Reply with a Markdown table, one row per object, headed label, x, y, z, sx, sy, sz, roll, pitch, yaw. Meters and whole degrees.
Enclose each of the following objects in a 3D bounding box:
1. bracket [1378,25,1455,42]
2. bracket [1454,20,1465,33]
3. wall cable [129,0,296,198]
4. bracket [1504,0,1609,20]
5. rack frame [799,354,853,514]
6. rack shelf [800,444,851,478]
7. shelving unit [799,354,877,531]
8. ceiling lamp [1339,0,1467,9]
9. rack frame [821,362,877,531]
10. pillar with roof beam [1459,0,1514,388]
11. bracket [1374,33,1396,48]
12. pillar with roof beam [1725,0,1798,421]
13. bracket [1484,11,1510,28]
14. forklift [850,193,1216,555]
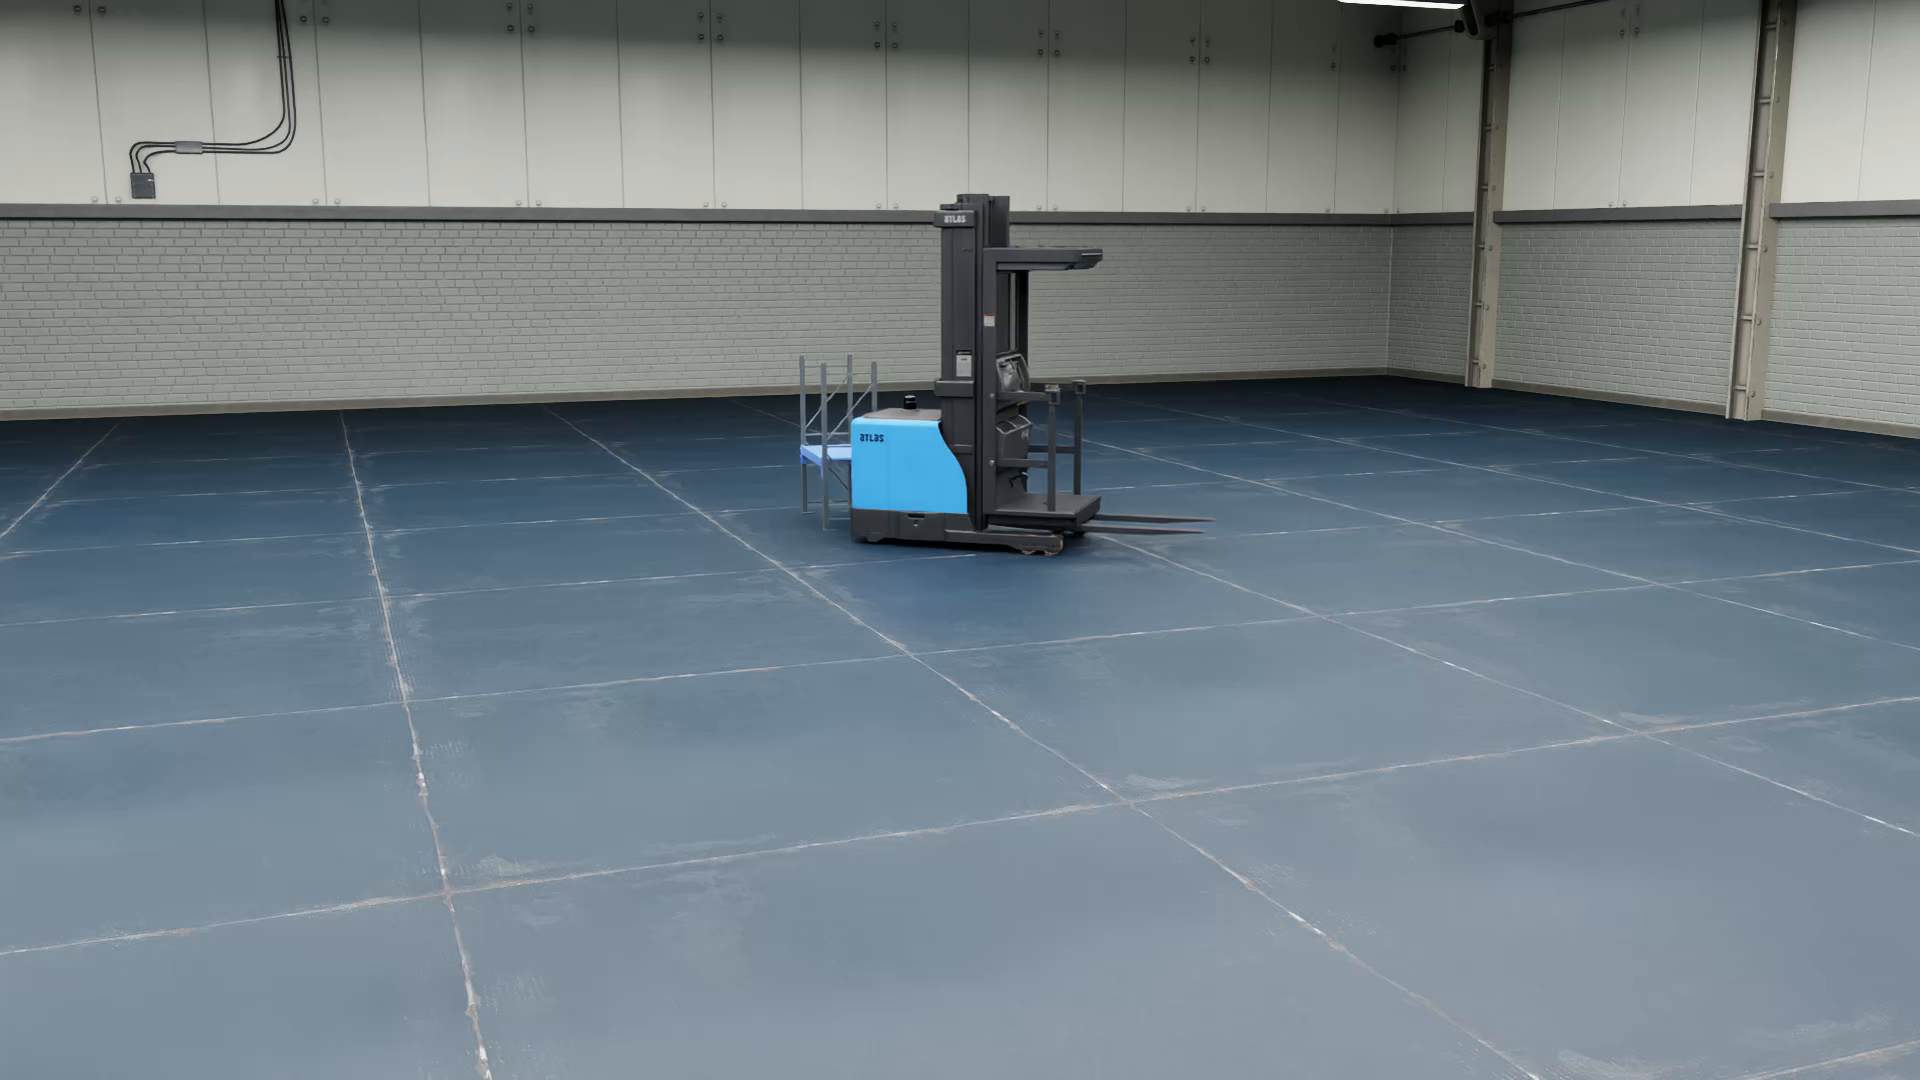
| label | x | y | z | sx | sy | sz | roll | pitch | yaw |
| --- | --- | --- | --- | --- | --- | --- | --- | --- | --- |
| bracket | 8.210 | -9.297 | 30.712 | 0.076 | 0.066 | 3.189 | -4 | 11 | -21 |
| bracket | 8.855 | -9.006 | 29.079 | 0.235 | 0.232 | 0.430 | -4 | 11 | -21 |
| wall cable | -11.004 | -8.029 | 24.152 | 2.305 | 6.003 | 0.169 | -4 | 11 | -21 |
| bracket | 10.089 | -8.450 | 25.953 | 0.076 | 0.066 | 4.783 | -4 | 11 | -21 |
| rack frame | -1.261 | -1.003 | 15.774 | 0.500 | 1.500 | 0.032 | -3 | 10 | -16 |
| rack shelf | -1.121 | -0.740 | 15.324 | 0.538 | 0.185 | 1.000 | -3 | 10 | -16 |
| shelving unit | -1.121 | -0.917 | 15.293 | 0.538 | 1.500 | 1.048 | -3 | 10 | -16 |
| ceiling lamp | 6.113 | -9.117 | 23.314 | 2.000 | 3.185 | 0.800 | -4 | 11 | -21 |
| rack frame | -0.981 | -0.831 | 14.811 | 0.500 | 1.500 | 0.032 | -3 | 10 | -16 |
| pillar with roof beam | 5.324 | -6.916 | 27.604 | 9.100 | 9.000 | 0.548 | -4 | 11 | -21 |
| bracket | 7.996 | -9.393 | 31.254 | 0.235 | 0.232 | 0.430 | -4 | 11 | -21 |
| pillar with roof beam | 7.498 | -5.936 | 22.099 | 9.100 | 9.000 | 0.400 | -4 | 11 | -21 |
| bracket | 9.156 | -8.871 | 28.318 | 0.235 | 0.232 | 0.430 | -4 | 11 | -21 |
| forklift | 0.636 | -1.420 | 14.032 | 3.031 | 2.935 | 1.130 | 3 | 11 | 16 |
